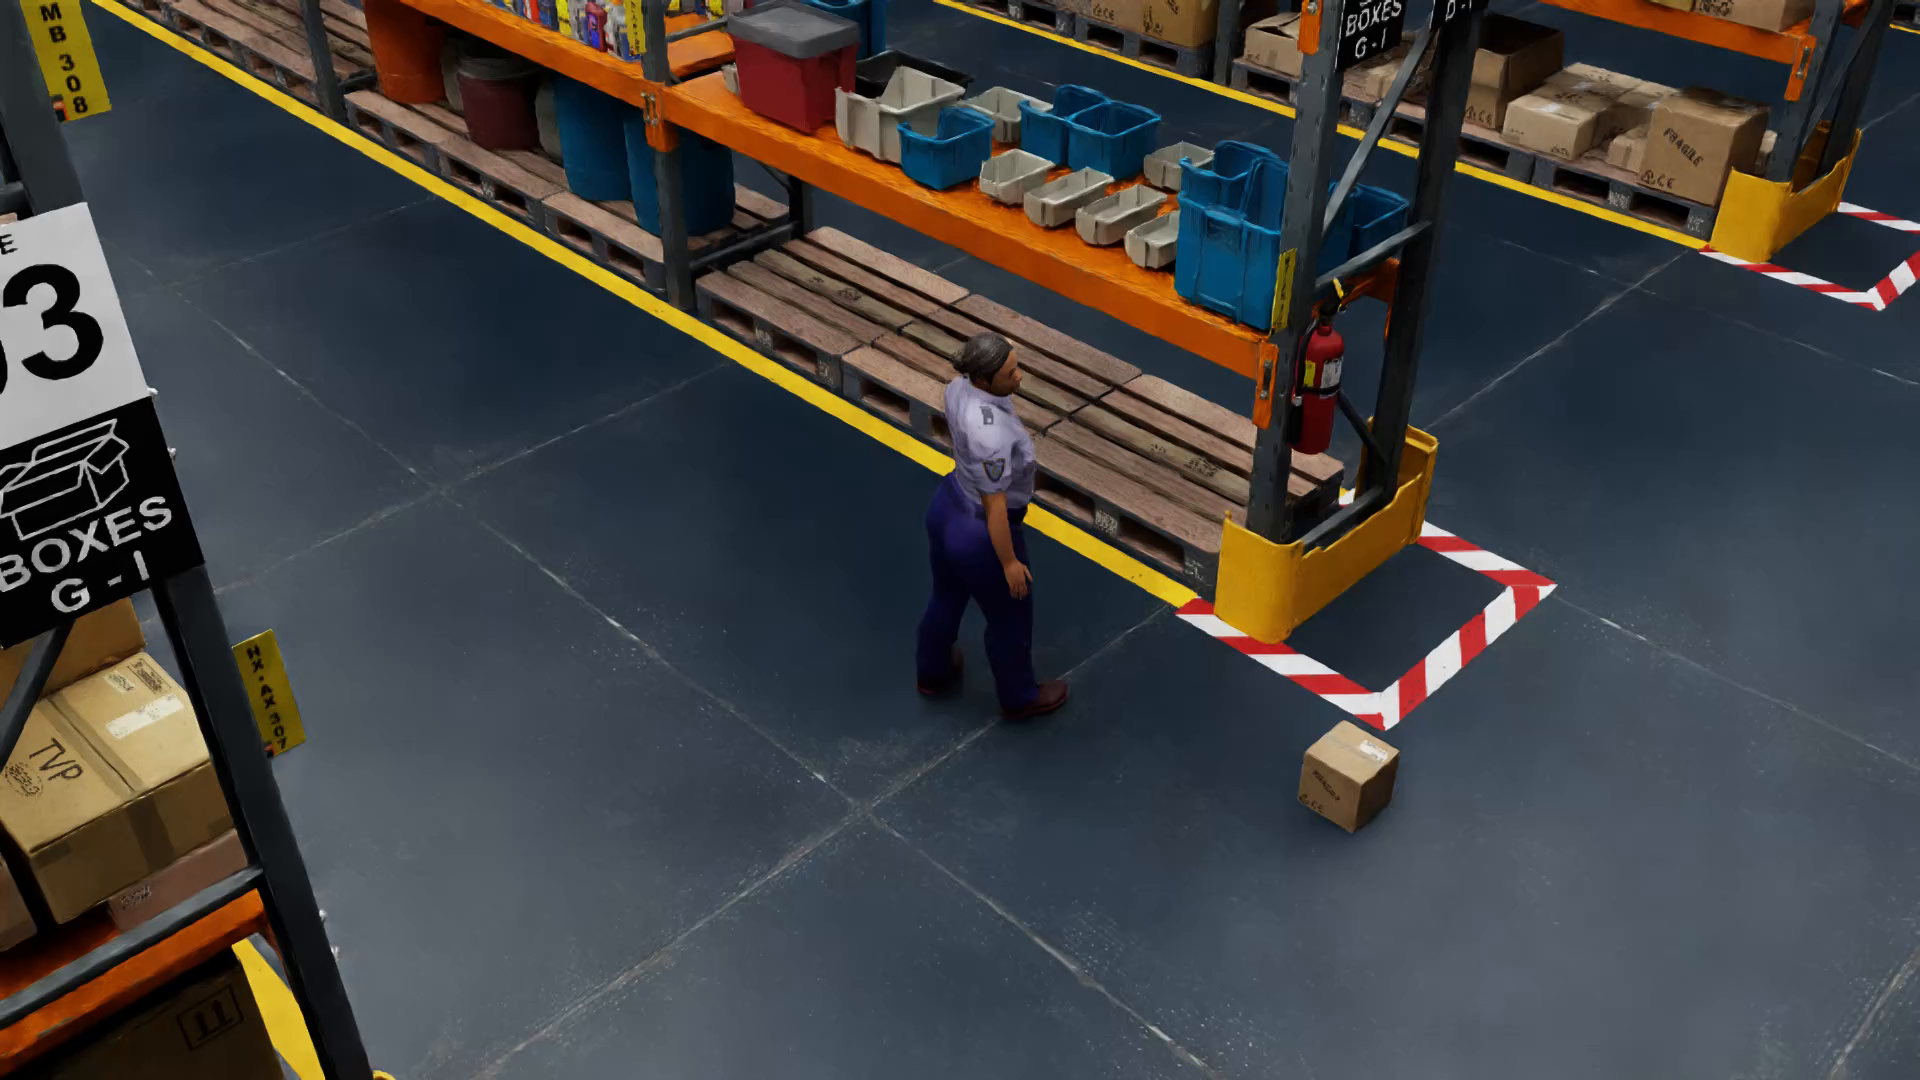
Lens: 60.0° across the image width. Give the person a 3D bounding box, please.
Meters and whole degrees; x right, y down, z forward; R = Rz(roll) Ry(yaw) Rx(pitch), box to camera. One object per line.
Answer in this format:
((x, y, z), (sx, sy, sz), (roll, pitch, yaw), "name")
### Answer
((0.130, -0.043, 6.185), (0.559, 1.643, 0.599), (-13, 38, -18), "person")
